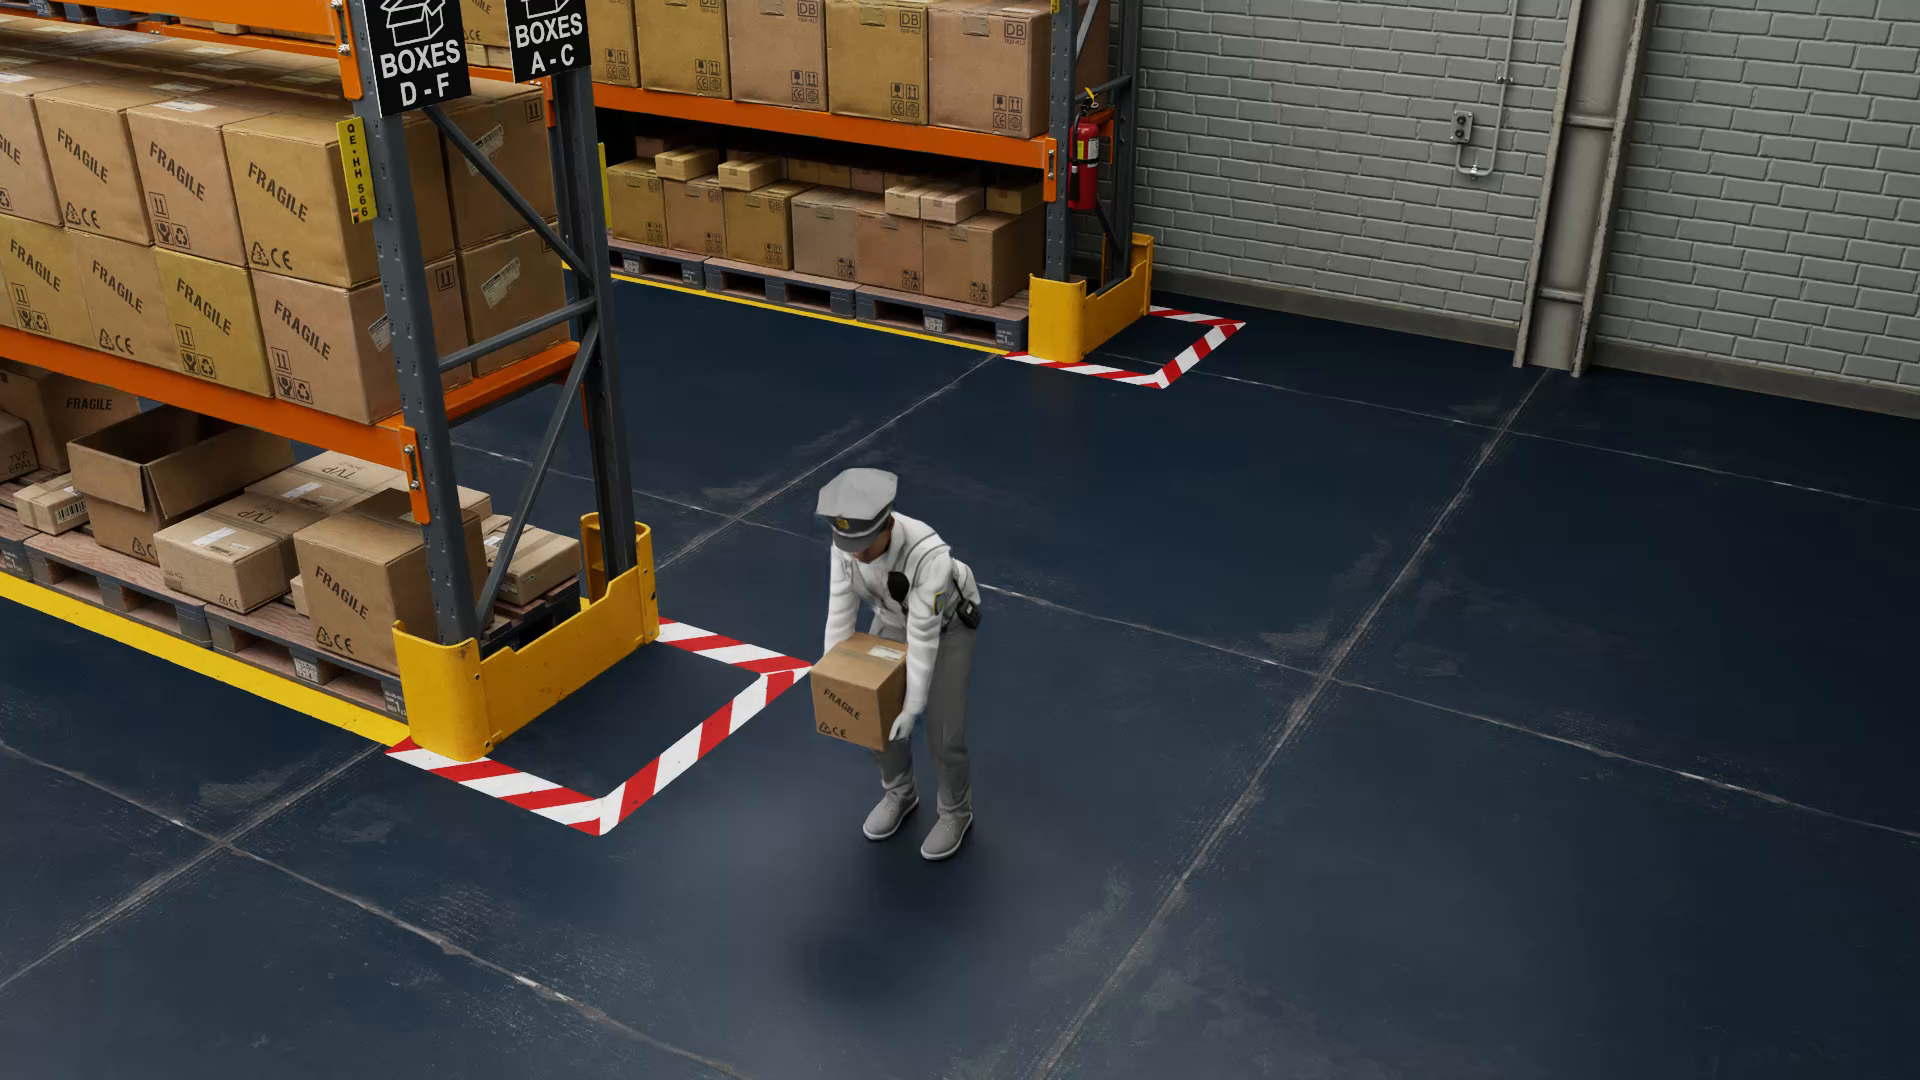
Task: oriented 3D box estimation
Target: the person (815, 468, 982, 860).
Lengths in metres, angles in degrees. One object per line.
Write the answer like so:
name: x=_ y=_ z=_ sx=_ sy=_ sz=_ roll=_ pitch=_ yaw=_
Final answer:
person: x=-0.200 y=0.414 z=5.473 sx=0.414 sy=1.509 sz=0.706 roll=14 pitch=30 yaw=25
